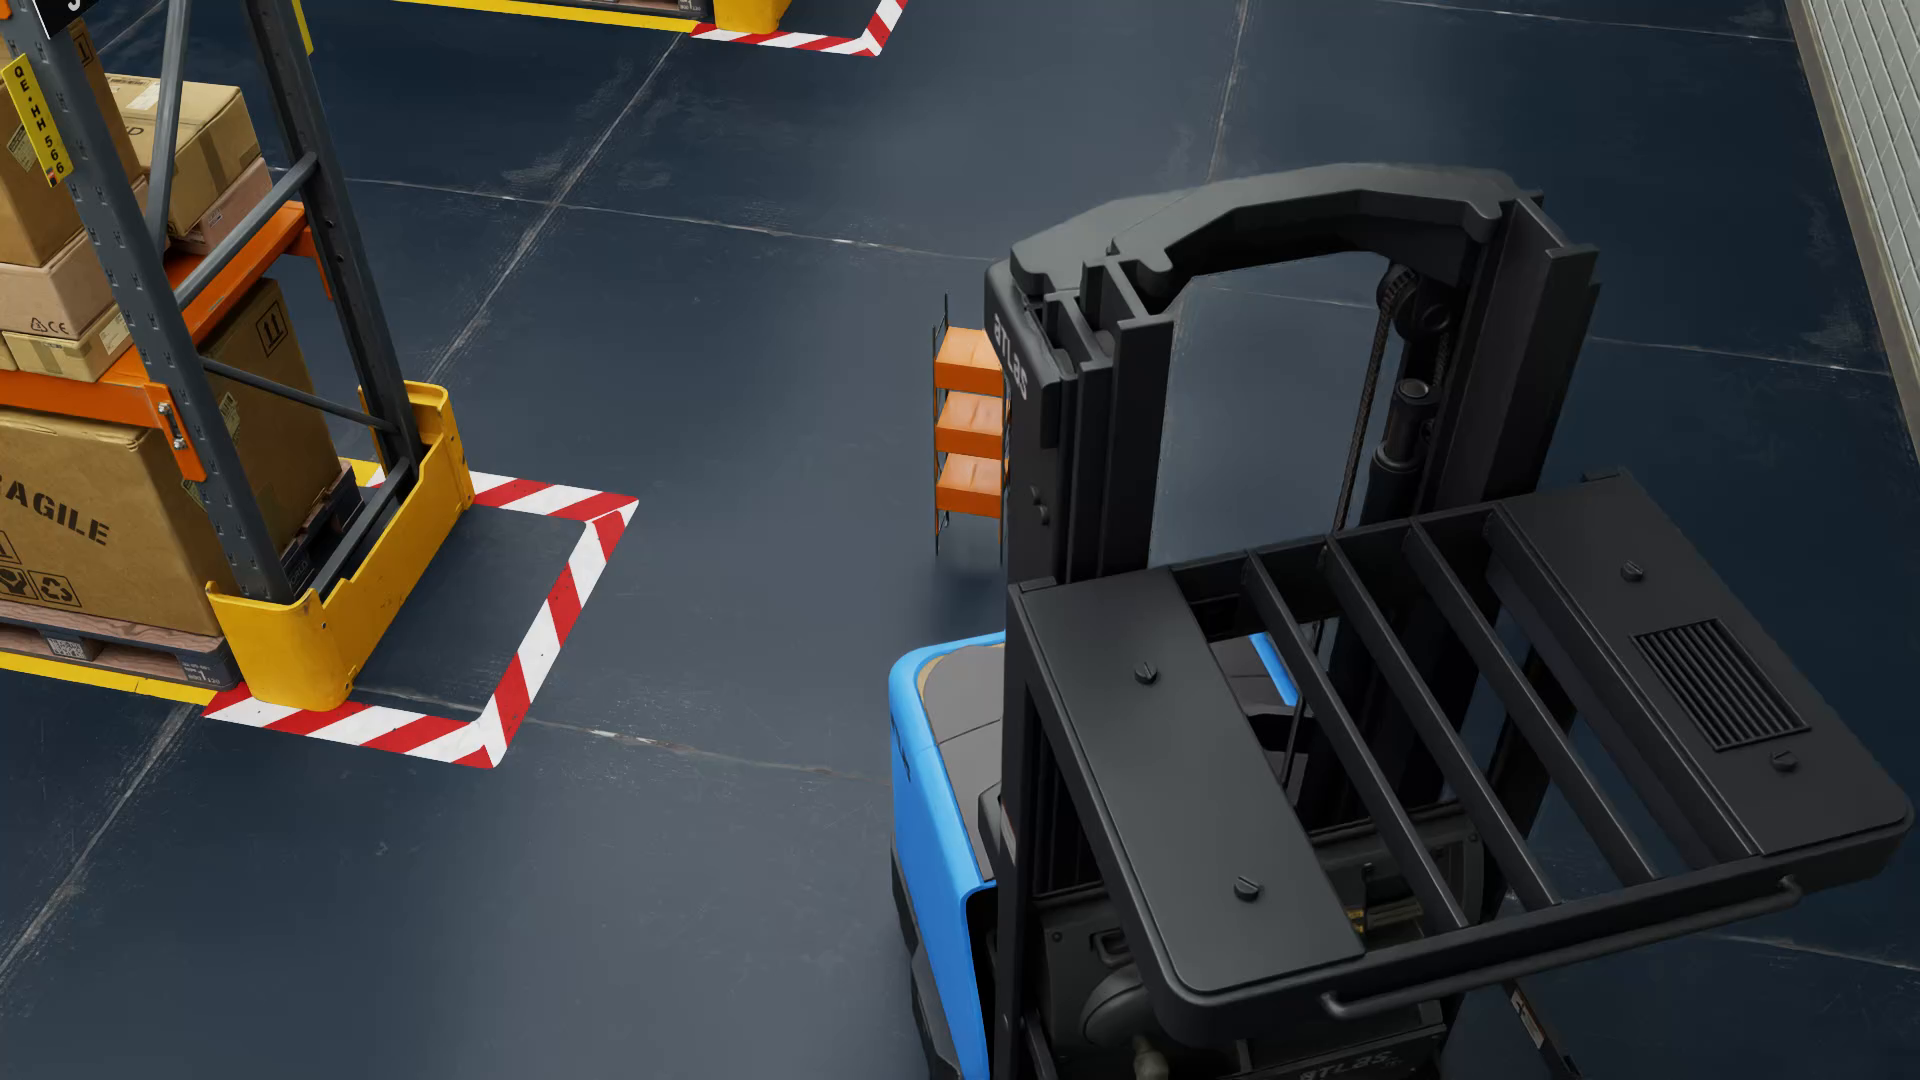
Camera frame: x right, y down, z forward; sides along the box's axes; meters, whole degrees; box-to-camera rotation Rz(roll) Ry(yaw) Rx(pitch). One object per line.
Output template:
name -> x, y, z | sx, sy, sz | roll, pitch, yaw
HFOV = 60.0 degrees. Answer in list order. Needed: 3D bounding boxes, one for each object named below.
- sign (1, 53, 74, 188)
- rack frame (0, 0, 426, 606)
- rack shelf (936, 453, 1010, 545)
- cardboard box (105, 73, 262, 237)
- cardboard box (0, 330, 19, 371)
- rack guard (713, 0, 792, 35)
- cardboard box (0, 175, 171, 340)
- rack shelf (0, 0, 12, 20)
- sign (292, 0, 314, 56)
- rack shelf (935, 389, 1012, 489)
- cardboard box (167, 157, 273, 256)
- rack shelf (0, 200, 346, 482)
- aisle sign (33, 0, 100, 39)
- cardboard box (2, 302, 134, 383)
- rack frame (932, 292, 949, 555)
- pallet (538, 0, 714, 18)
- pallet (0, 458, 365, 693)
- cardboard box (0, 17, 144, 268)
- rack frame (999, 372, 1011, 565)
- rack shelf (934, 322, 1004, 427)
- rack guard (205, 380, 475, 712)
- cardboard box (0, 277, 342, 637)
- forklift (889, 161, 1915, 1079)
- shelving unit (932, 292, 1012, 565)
sign -> -2.310, -1.051, 4.173 | 0.005, 0.325, 0.100 | 9, 45, 9
rack frame -> -2.178, -0.913, 5.036 | 0.127, 3.000, 1.000 | 9, 45, 9
rack shelf -> 0.052, -0.162, 6.078 | 0.240, 0.259, 0.215 | 9, 45, 9
cardboard box -> -2.588, -1.222, 5.250 | 0.500, 0.250, 0.500 | 8, 44, 8
cardboard box -> -2.852, -0.692, 4.987 | 0.250, 0.149, 0.380 | 9, 45, 9
rack guard -> -1.070, -3.370, 9.390 | 0.348, 0.500, 1.175 | 9, 45, 9
cardboard box -> -2.709, -0.860, 4.874 | 0.500, 0.250, 0.500 | 8, 45, 8
rack shelf -> -4.130, -2.038, 4.560 | 4.000, 0.370, 1.077 | 9, 45, 9
sign -> -2.051, -1.628, 5.097 | 0.005, 0.325, 0.100 | 9, 45, 9
rack shelf -> 0.052, -0.363, 5.885 | 0.240, 0.259, 0.215 | 9, 45, 9
cardboard box -> -2.453, -1.100, 5.411 | 0.250, 0.149, 0.380 | 9, 45, 10
rack shelf -> -4.130, -0.957, 5.600 | 4.000, 0.370, 1.077 | 9, 45, 9
aisle sign -> -2.174, -1.636, 3.912 | 0.004, 0.787, 0.394 | 9, 45, 9
cardboard box -> -2.598, -0.654, 4.947 | 0.250, 0.149, 0.380 | 10, 45, 10
rack frame -> -0.067, -0.389, 5.897 | 0.008, 1.050, 0.200 | 9, 45, 9
pallet -> -1.893, -3.412, 9.642 | 1.213, 0.211, 1.003 | 9, 45, 9
pallet -> -2.976, 0.023, 6.074 | 1.213, 0.211, 1.003 | 9, 45, 9
cardboard box -> -2.711, -1.132, 4.616 | 0.500, 0.500, 0.500 | 9, 45, 10
rack frame -> 0.171, -0.352, 5.858 | 0.008, 1.050, 0.200 | 9, 45, 9
rack shelf -> 0.052, -0.567, 5.688 | 0.240, 0.259, 0.215 | 9, 45, 9
rack guard -> -2.155, -0.009, 5.899 | 0.348, 0.500, 1.175 | 9, 45, 9
cardboard box -> -2.820, -0.342, 5.671 | 0.875, 0.875, 0.875 | 9, 45, 9
forklift -> 0.675, 0.916, 3.185 | 1.130, 2.935, 3.031 | -11, 45, -11
shelving unit -> 0.052, -0.370, 5.878 | 0.252, 1.050, 0.215 | 9, 45, 9
